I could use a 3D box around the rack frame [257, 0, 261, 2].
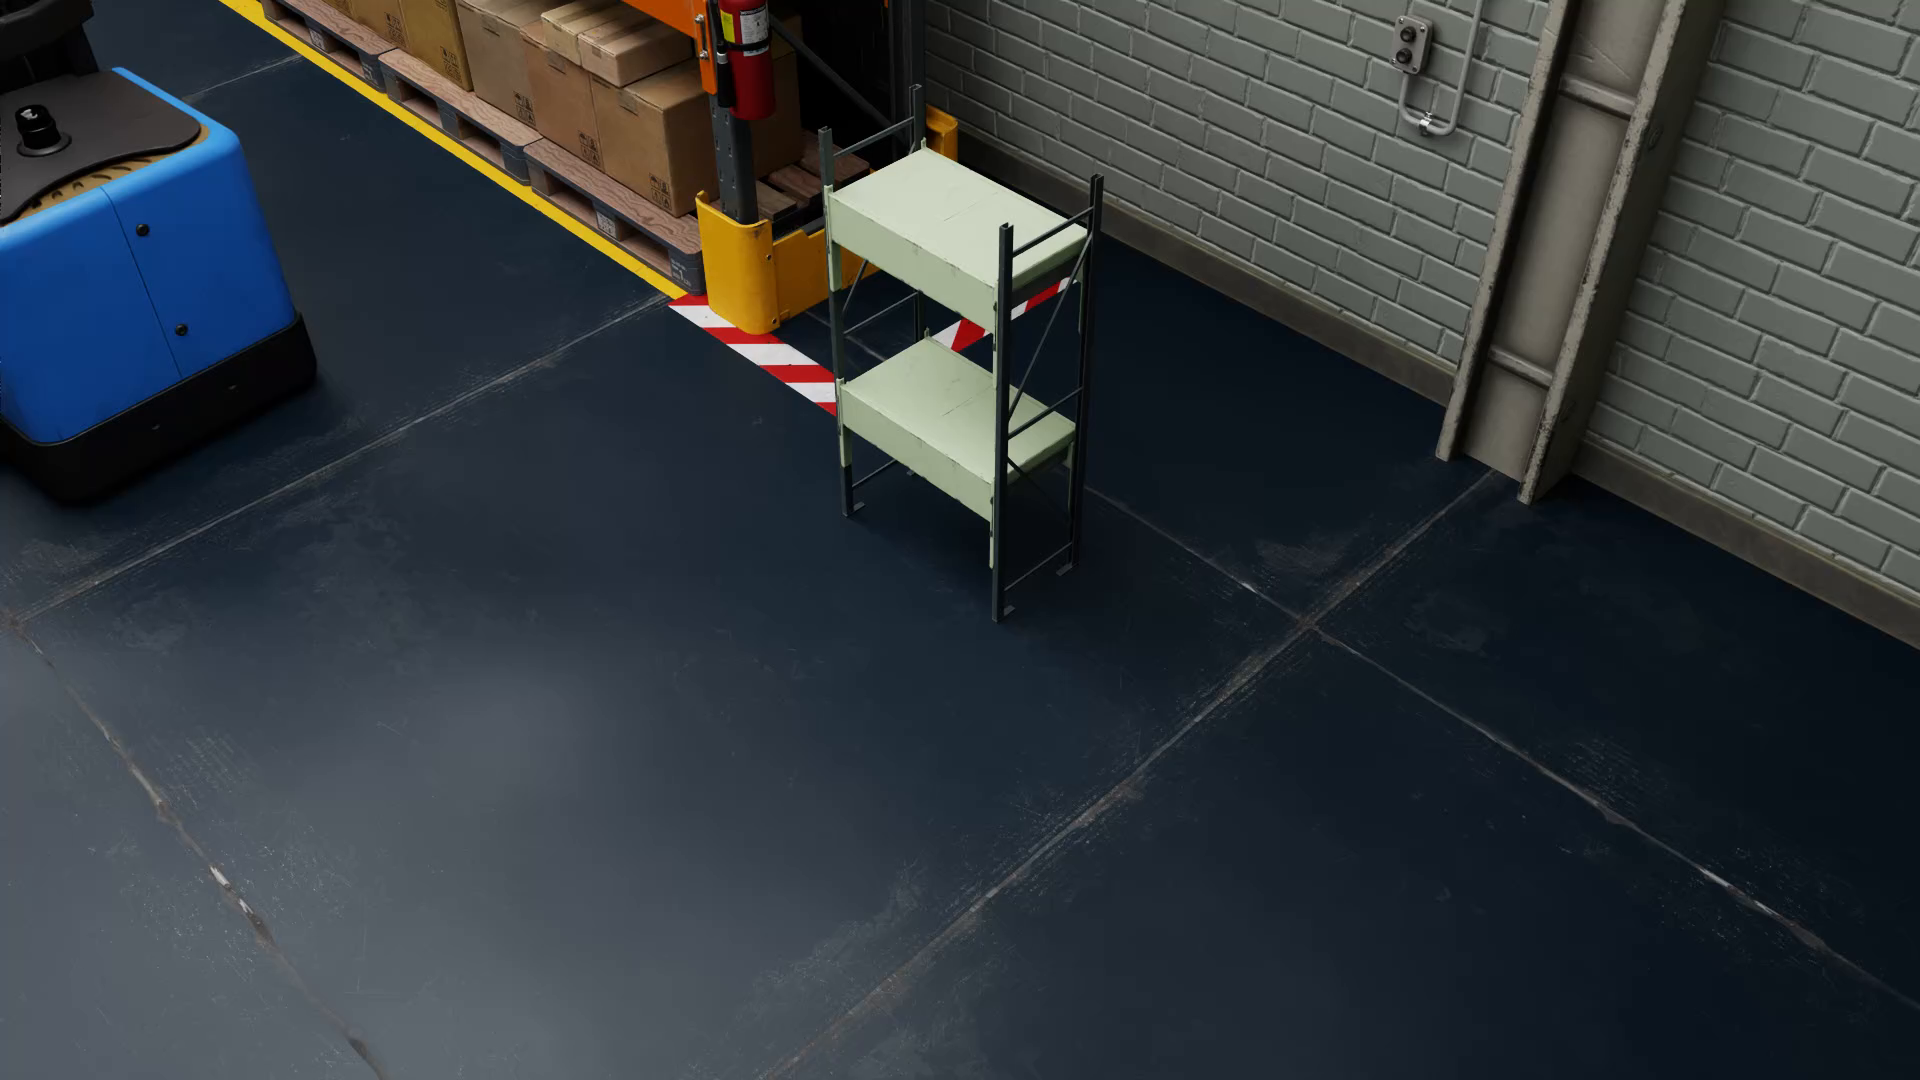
[{"bbox_3d":[-3.360,-4.196,8.080,1.000,3.000,0.127,-34,53,-31],"label":"rack frame"}]

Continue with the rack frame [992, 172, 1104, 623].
[{"bbox_3d":[0.254,-0.378,5.054,0.400,1.500,0.023,-34,53,-31],"label":"rack frame"}]

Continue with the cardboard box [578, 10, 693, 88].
[{"bbox_3d":[-1.320,-2.011,6.771,0.250,0.149,0.380,34,52,31],"label":"cardboard box"}]

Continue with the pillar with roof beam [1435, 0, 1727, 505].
[{"bbox_3d":[-1.064,-1.531,0.776,9.100,9.000,0.400,-34,53,-31],"label":"pillar with roof beam"}]

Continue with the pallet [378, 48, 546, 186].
[{"bbox_3d":[-2.012,-2.182,7.956,1.003,0.211,1.213,-34,53,-31],"label":"pallet"}]

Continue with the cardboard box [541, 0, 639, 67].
[{"bbox_3d":[-1.501,-2.133,6.903,0.380,0.149,0.250,-33,52,-30],"label":"cardboard box"}]

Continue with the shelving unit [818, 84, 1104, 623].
[{"bbox_3d":[-0.005,-0.554,5.244,0.431,1.500,0.755,-34,53,-31],"label":"shelving unit"}]

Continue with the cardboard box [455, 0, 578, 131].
[{"bbox_3d":[-1.809,-2.280,7.540,0.500,0.500,0.700,32,52,30],"label":"cardboard box"}]

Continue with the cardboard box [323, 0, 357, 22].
[{"bbox_3d":[-2.904,-3.024,8.344,0.700,0.500,0.500,-33,52,-31],"label":"cardboard box"}]

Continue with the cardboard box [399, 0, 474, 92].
[{"bbox_3d":[-2.191,-2.533,7.813,0.700,0.500,0.500,-33,52,-30],"label":"cardboard box"}]

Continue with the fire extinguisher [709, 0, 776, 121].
[{"bbox_3d":[-0.755,-1.815,5.836,0.296,0.674,0.183,-34,53,-31],"label":"fire extinguisher"}]

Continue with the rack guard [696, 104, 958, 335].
[{"bbox_3d":[-0.518,-1.344,6.836,1.175,0.500,0.348,-34,53,-31],"label":"rack guard"}]

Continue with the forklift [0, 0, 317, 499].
[{"bbox_3d":[-3.909,-2.072,5.833,3.031,2.935,1.130,30,50,28],"label":"forklift"}]

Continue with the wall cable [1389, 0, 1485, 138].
[{"bbox_3d":[1.039,-2.485,5.480,0.084,1.984,1.851,-34,53,-31],"label":"wall cable"}]

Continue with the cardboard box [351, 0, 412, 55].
[{"bbox_3d":[-2.552,-2.781,8.081,0.500,0.500,0.700,34,52,31],"label":"cardboard box"}]

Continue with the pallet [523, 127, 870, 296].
[{"bbox_3d":[-1.155,-1.596,7.322,1.003,0.211,1.213,-34,53,-31],"label":"pallet"}]

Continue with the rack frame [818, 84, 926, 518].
[{"bbox_3d":[-0.263,-0.730,5.435,0.400,1.500,0.023,-34,53,-31],"label":"rack frame"}]

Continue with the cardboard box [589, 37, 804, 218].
[{"bbox_3d":[-1.100,-1.798,7.018,0.700,0.500,0.500,-34,53,-31],"label":"cardboard box"}]

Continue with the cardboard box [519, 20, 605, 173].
[{"bbox_3d":[-1.453,-2.039,7.279,0.500,0.500,0.700,34,53,31],"label":"cardboard box"}]

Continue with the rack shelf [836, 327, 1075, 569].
[{"bbox_3d":[-0.005,-0.315,5.466,0.431,0.370,0.720,-34,53,-31],"label":"rack shelf"}]

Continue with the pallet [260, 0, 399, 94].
[{"bbox_3d":[-2.878,-2.769,8.591,1.003,0.211,1.213,-34,53,-31],"label":"pallet"}]

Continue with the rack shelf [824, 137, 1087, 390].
[{"bbox_3d":[-0.005,-0.841,4.980,0.431,0.370,0.720,-34,53,-31],"label":"rack shelf"}]

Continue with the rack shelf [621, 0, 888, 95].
[{"bbox_3d":[-1.947,-2.971,7.285,1.077,0.370,4.000,-34,53,-31],"label":"rack shelf"}]

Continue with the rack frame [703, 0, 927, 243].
[{"bbox_3d":[-0.535,-2.274,6.000,1.000,3.000,0.127,-34,53,-31],"label":"rack frame"}]

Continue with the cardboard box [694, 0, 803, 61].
[{"bbox_3d":[-0.870,-2.072,6.837,0.380,0.149,0.250,-34,52,-31],"label":"cardboard box"}]
